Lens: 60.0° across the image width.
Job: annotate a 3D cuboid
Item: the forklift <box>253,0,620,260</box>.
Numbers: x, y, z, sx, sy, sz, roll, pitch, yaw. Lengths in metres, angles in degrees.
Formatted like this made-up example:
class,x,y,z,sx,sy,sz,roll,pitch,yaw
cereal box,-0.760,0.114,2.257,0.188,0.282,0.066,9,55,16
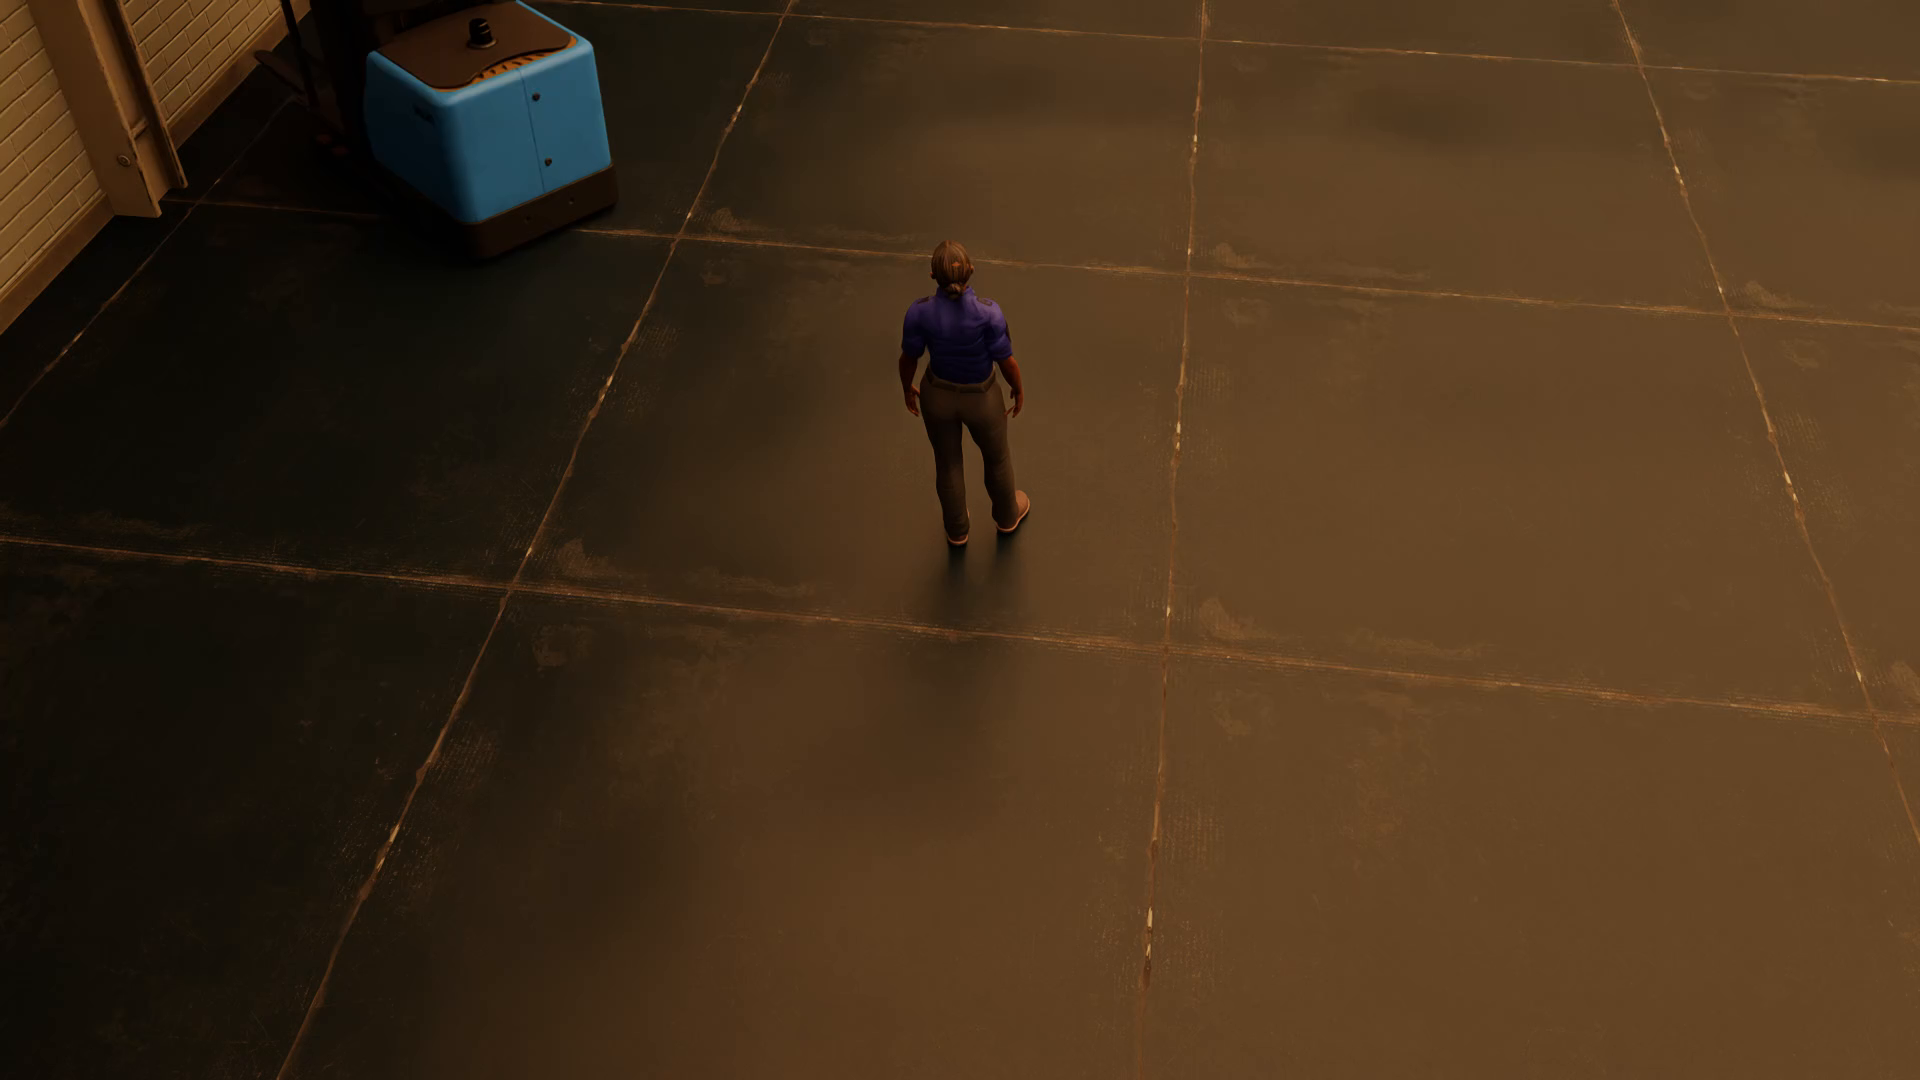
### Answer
class,x,y,z,sx,sy,sz,roll,pitch,yaw
forklift,-3.436,-3.585,9.627,1.130,2.935,3.031,-33,52,-31

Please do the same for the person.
class,x,y,z,sx,sy,sz,roll,pitch,yaw
person,0.031,-0.672,7.389,0.570,1.656,0.503,5,43,6
